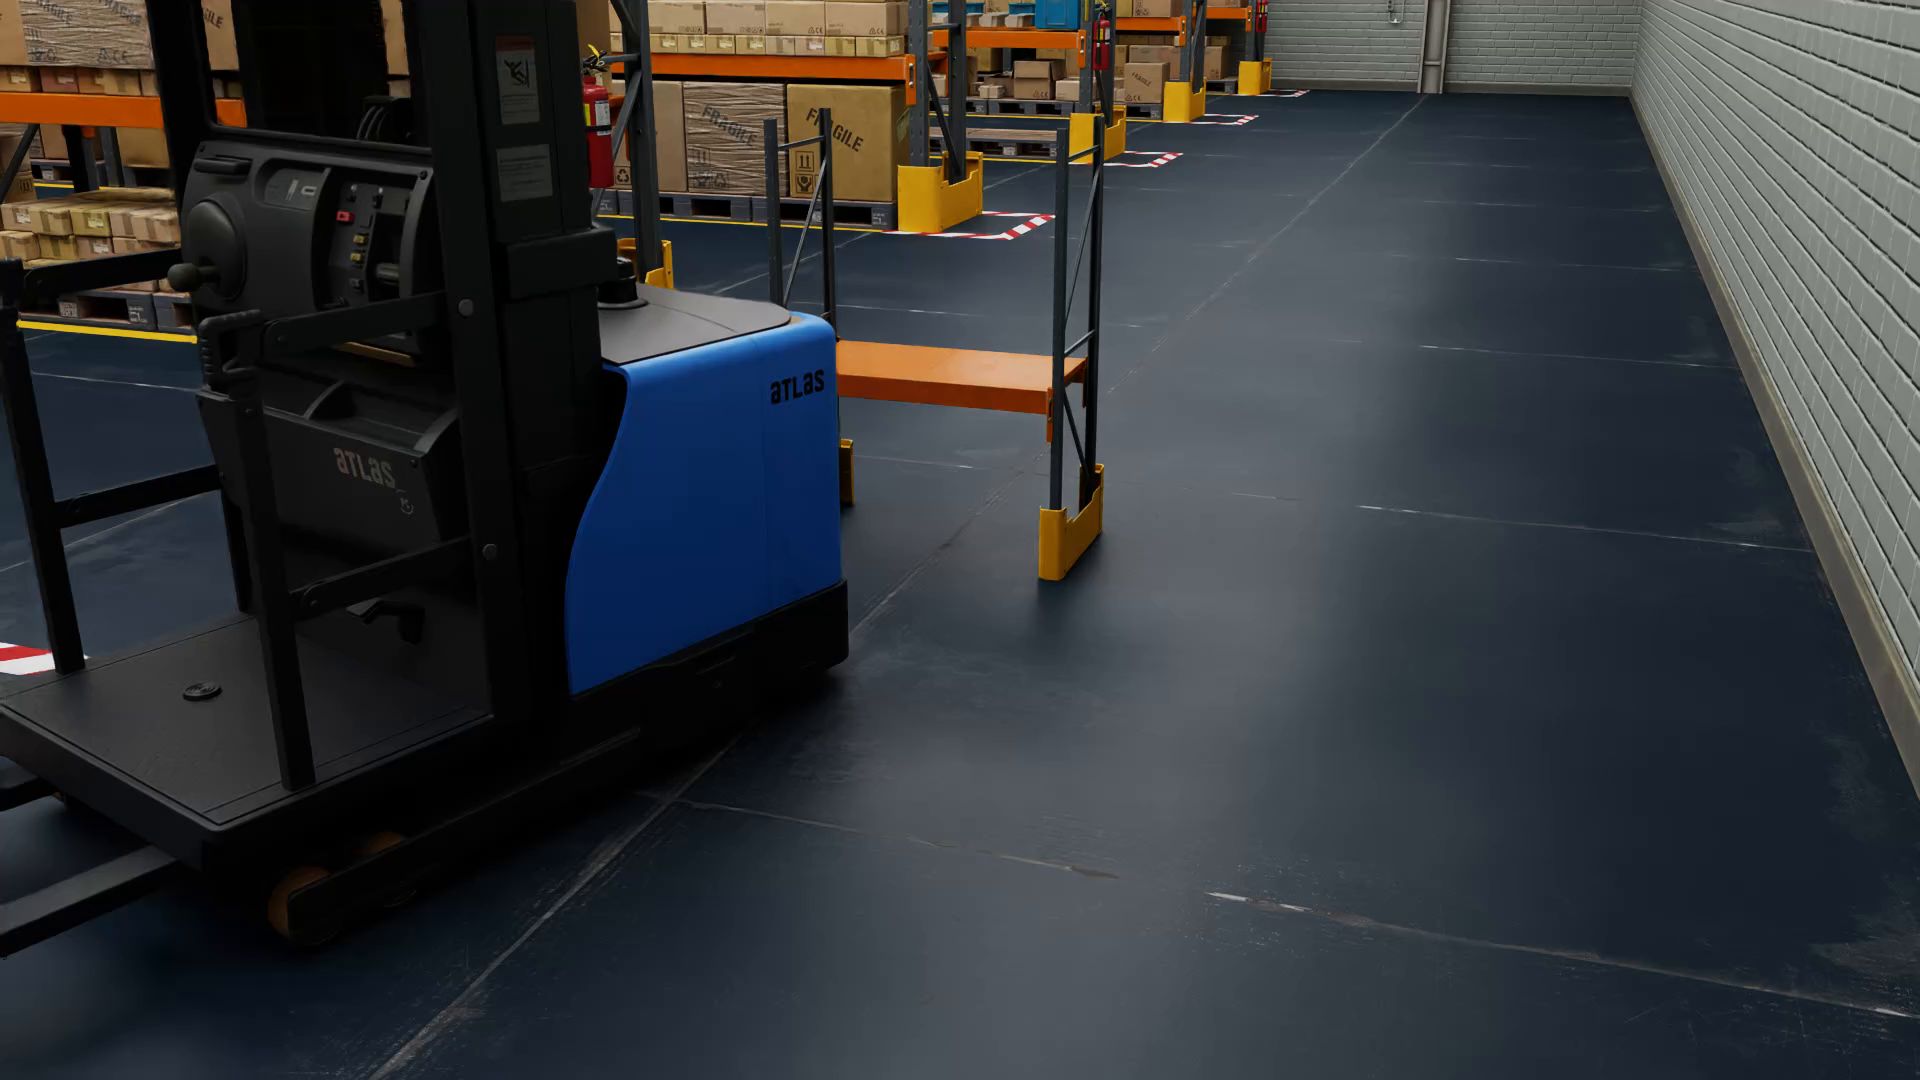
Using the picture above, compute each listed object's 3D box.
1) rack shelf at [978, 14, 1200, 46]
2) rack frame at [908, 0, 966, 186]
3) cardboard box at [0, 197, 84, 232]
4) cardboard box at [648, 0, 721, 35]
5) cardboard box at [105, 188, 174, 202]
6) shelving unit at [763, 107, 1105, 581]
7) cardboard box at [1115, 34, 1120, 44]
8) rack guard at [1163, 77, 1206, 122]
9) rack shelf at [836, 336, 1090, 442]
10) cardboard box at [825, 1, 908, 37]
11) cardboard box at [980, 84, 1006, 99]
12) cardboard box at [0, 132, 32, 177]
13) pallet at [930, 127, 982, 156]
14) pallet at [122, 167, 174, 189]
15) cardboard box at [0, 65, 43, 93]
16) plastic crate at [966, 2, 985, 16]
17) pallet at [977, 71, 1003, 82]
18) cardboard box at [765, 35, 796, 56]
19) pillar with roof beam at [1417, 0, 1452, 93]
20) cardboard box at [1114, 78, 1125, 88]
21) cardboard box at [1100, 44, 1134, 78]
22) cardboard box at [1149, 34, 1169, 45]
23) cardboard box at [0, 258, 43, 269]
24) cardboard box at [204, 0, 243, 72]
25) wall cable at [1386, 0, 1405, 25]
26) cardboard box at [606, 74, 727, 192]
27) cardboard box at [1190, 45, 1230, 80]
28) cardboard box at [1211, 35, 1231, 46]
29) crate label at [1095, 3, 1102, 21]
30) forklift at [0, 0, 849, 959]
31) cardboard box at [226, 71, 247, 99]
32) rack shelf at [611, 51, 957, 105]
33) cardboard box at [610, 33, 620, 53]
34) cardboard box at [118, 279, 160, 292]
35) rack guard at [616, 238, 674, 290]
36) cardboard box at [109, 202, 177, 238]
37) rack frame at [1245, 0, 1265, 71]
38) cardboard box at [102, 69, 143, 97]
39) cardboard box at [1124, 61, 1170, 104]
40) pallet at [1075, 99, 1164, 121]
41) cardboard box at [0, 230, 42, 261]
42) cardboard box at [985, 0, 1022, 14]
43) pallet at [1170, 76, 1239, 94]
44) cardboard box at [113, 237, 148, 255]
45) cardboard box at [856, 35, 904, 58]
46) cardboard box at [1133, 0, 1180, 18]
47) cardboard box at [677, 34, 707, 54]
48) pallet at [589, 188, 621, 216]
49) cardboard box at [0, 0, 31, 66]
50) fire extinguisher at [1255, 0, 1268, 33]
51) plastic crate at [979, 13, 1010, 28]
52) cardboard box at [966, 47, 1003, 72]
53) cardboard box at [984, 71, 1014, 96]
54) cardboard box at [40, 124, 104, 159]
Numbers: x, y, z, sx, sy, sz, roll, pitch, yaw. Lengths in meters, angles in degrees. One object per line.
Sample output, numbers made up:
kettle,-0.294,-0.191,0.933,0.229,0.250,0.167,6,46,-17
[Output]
rack shelf,1.195,-6.952,22.556,4.000,0.370,1.077,7,20,18
rack frame,-0.171,-3.996,12.982,0.127,3.000,1.000,7,20,18
cardboard box,-5.415,-1.928,9.840,0.250,0.149,0.380,7,21,20
cardboard box,-2.169,-4.200,13.344,0.500,0.250,0.500,7,20,18
cardboard box,-4.996,-2.057,10.209,0.250,0.149,0.380,7,20,19
shelving unit,-0.072,-0.716,5.853,1.083,1.500,0.587,7,20,18
cardboard box,2.514,-8.225,27.289,0.250,0.149,0.380,7,20,19
rack guard,3.012,-5.903,22.252,0.348,0.500,1.175,7,20,18
rack shelf,-0.081,-0.548,5.915,1.000,0.185,0.538,7,20,18
cardboard box,-0.715,-4.035,12.872,0.500,0.250,0.500,6,20,17
cardboard box,0.451,-6.175,22.869,0.250,0.166,0.380,7,20,18
cardboard box,-6.284,-2.431,10.513,0.500,0.250,0.500,6,20,16
pallet,-0.460,-4.453,18.529,1.213,0.211,1.003,7,20,18
pallet,-7.008,-3.435,15.609,1.213,0.211,1.003,7,20,18
cardboard box,-5.244,-2.641,9.477,0.250,0.149,0.380,7,20,20
plastic crate,0.086,-5.756,18.196,0.300,0.233,0.416,7,20,18
pallet,0.174,-7.791,28.108,1.213,0.211,1.003,7,20,18
cardboard box,-1.334,-3.896,13.077,0.250,0.149,0.380,7,20,19
pillar with roof beam,6.128,-10.088,21.345,0.400,9.000,9.100,7,20,18
cardboard box,2.191,-6.186,22.774,0.500,0.250,0.500,7,20,18
cardboard box,2.558,-7.842,27.176,0.500,0.500,0.700,7,20,19
cardboard box,3.240,-8.143,27.053,0.250,0.149,0.380,7,20,19
cardboard box,-5.434,-1.610,9.830,0.250,0.149,0.380,6,20,16
cardboard box,-3.837,-2.787,8.910,0.500,0.500,0.500,8,21,21
wall cable,6.226,-9.252,26.517,1.851,1.984,0.084,7,20,18
cardboard box,-2.502,-3.430,13.948,0.875,0.875,0.875,7,20,18
cardboard box,4.012,-7.679,26.707,0.500,0.500,0.700,7,20,18
cardboard box,4.196,-8.034,26.740,0.250,0.149,0.380,7,20,18
crate label,1.330,-5.614,17.788,0.303,0.233,0.416,7,20,18
forklift,-1.622,-0.695,3.618,1.130,2.935,3.031,14,24,35
cardboard box,-3.738,-2.483,9.025,0.250,0.149,0.380,7,20,19
rack shelf,-2.060,-3.872,13.721,4.000,0.370,1.077,7,20,18
cardboard box,-2.791,-4.062,13.553,0.250,0.149,0.380,6,20,17
cardboard box,-4.674,-1.558,9.682,0.250,0.149,0.380,6,20,17
rack guard,-1.966,-1.292,9.024,0.348,0.500,1.175,7,20,18
cardboard box,-4.665,-1.847,9.607,0.250,0.149,0.380,6,20,17
rack frame,4.706,-8.616,26.237,0.127,3.000,1.000,7,20,18
cardboard box,-4.503,-2.550,9.215,0.250,0.149,0.380,7,20,19
cardboard box,2.489,-6.085,22.105,0.500,0.500,0.500,7,20,18
pallet,2.259,-5.853,22.546,1.213,0.211,1.003,7,20,18
cardboard box,-5.435,-1.751,9.782,0.250,0.149,0.380,8,21,21
cardboard box,0.654,-7.306,22.327,0.500,0.500,0.500,6,20,18
pallet,3.925,-7.361,26.874,1.213,0.211,1.003,7,20,18
cardboard box,-4.670,-1.706,9.654,0.250,0.149,0.380,5,20,15
cardboard box,-0.615,-3.813,12.840,0.250,0.149,0.380,7,20,19
cardboard box,2.571,-7.087,21.697,0.500,0.500,0.500,7,20,20
cardboard box,-2.059,-3.978,13.314,0.250,0.149,0.380,7,20,19
pallet,-3.256,-3.005,14.375,1.213,0.211,1.003,7,20,18
cardboard box,-5.287,-2.952,9.385,0.500,0.500,0.500,6,20,17
fire extinguisher,4.697,-8.244,25.853,0.183,0.674,0.296,7,20,18
plastic crate,0.356,-5.507,17.628,0.243,0.136,0.396,7,20,18
cardboard box,0.271,-8.261,27.847,0.750,0.750,0.750,7,20,19
cardboard box,0.645,-6.391,23.271,0.500,0.311,0.500,7,20,18
cardboard box,-8.367,-3.954,15.990,0.500,0.500,0.700,5,20,15
